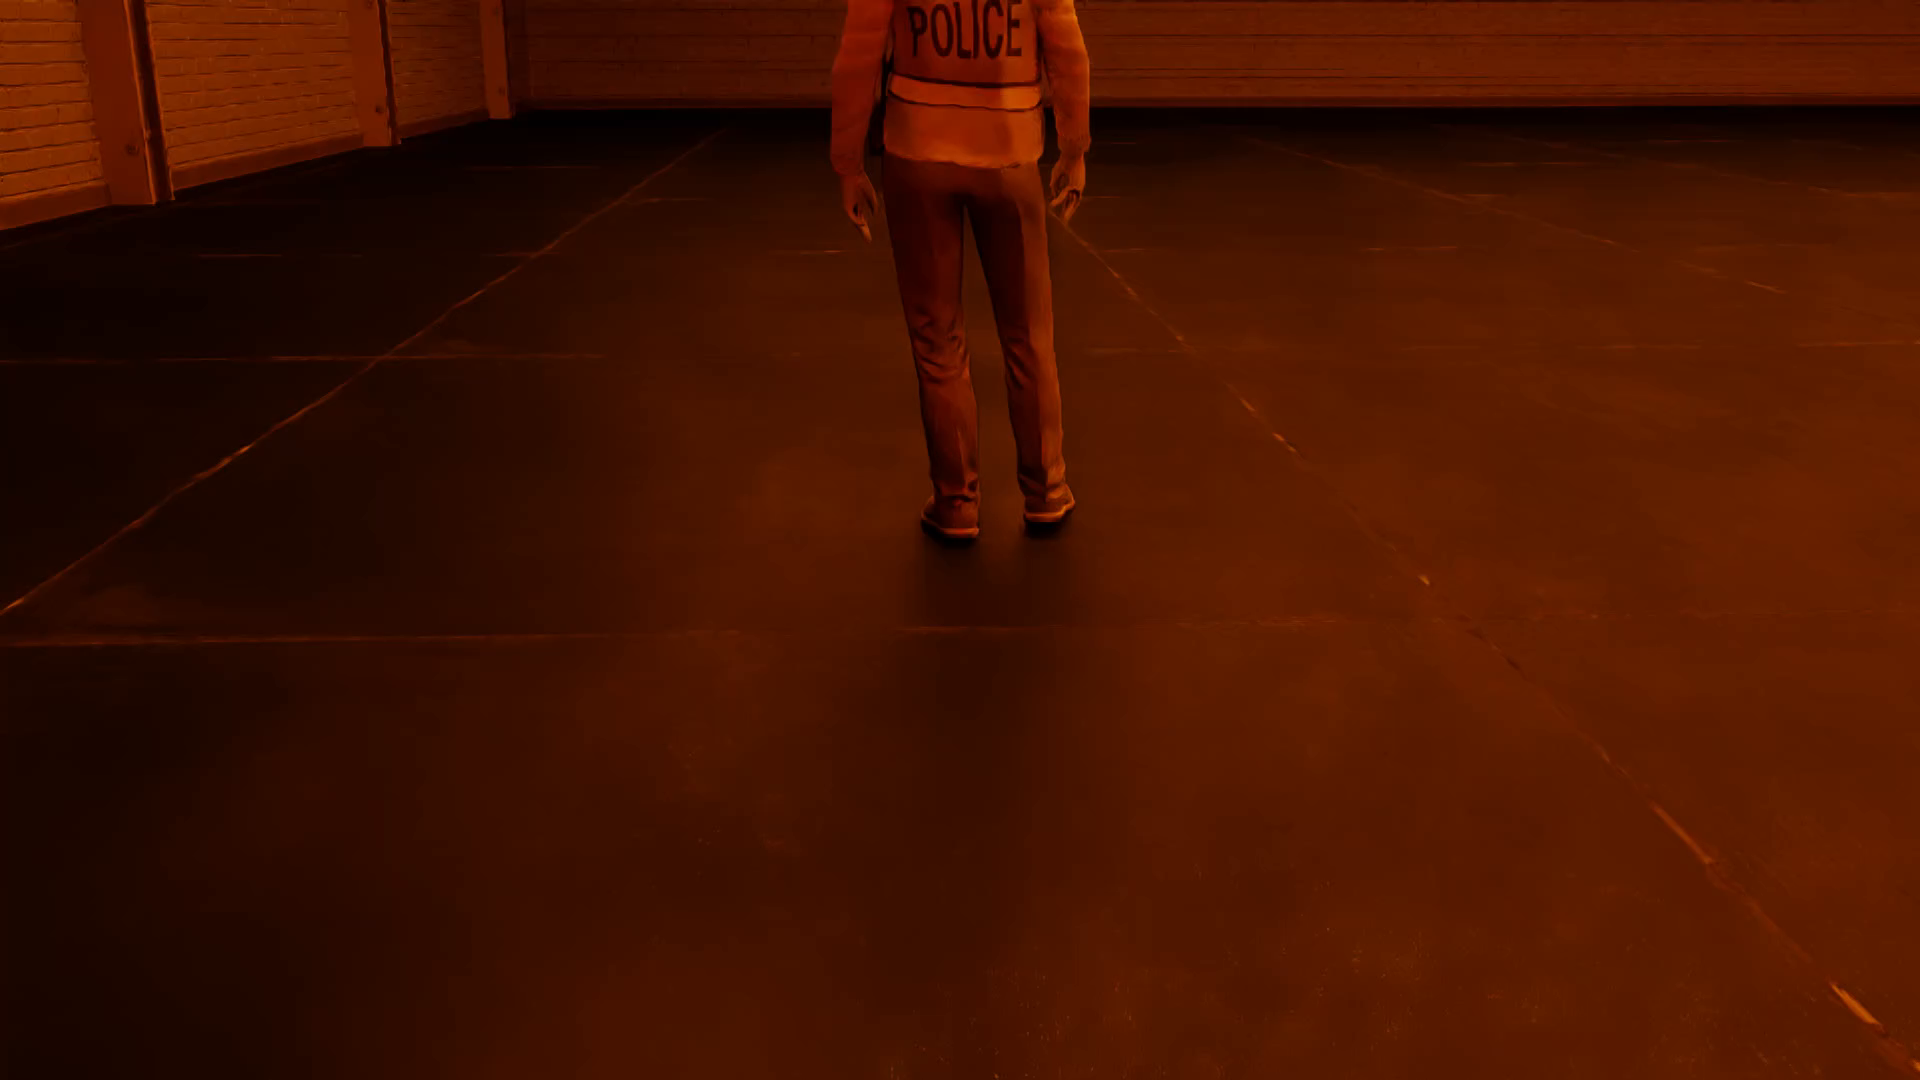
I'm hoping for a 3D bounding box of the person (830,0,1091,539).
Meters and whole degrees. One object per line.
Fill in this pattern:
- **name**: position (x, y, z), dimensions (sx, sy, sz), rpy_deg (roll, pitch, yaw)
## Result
- **person**: position (0.003, -0.838, 3.733), dimensions (0.586, 1.695, 0.533), rpy_deg (-1, 17, -3)
